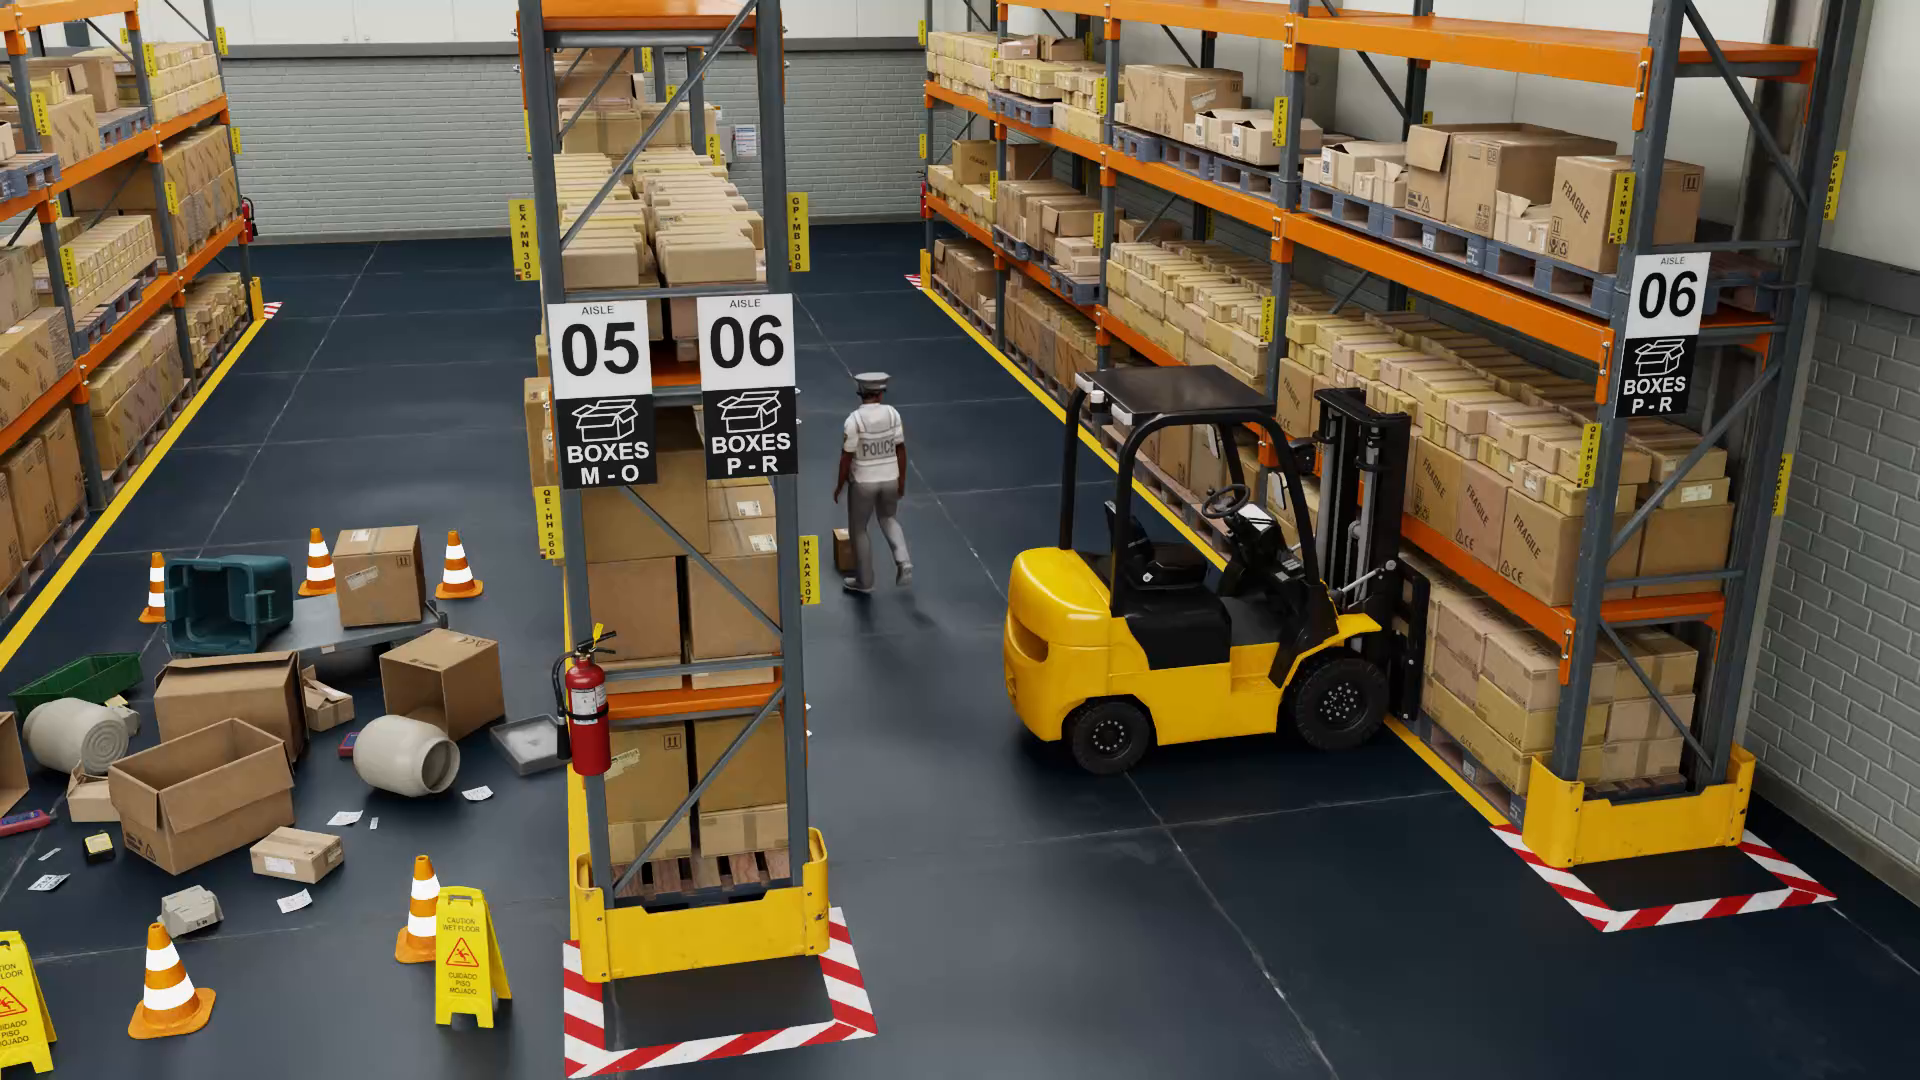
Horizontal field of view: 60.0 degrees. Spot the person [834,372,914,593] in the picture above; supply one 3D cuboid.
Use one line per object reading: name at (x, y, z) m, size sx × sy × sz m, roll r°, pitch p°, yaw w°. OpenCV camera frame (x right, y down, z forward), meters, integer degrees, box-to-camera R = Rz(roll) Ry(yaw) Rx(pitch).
person at (-0.627, -0.398, 12.125) m, size 0.500 × 1.655 × 0.498 m, roll -12°, pitch 23°, yaw -31°
